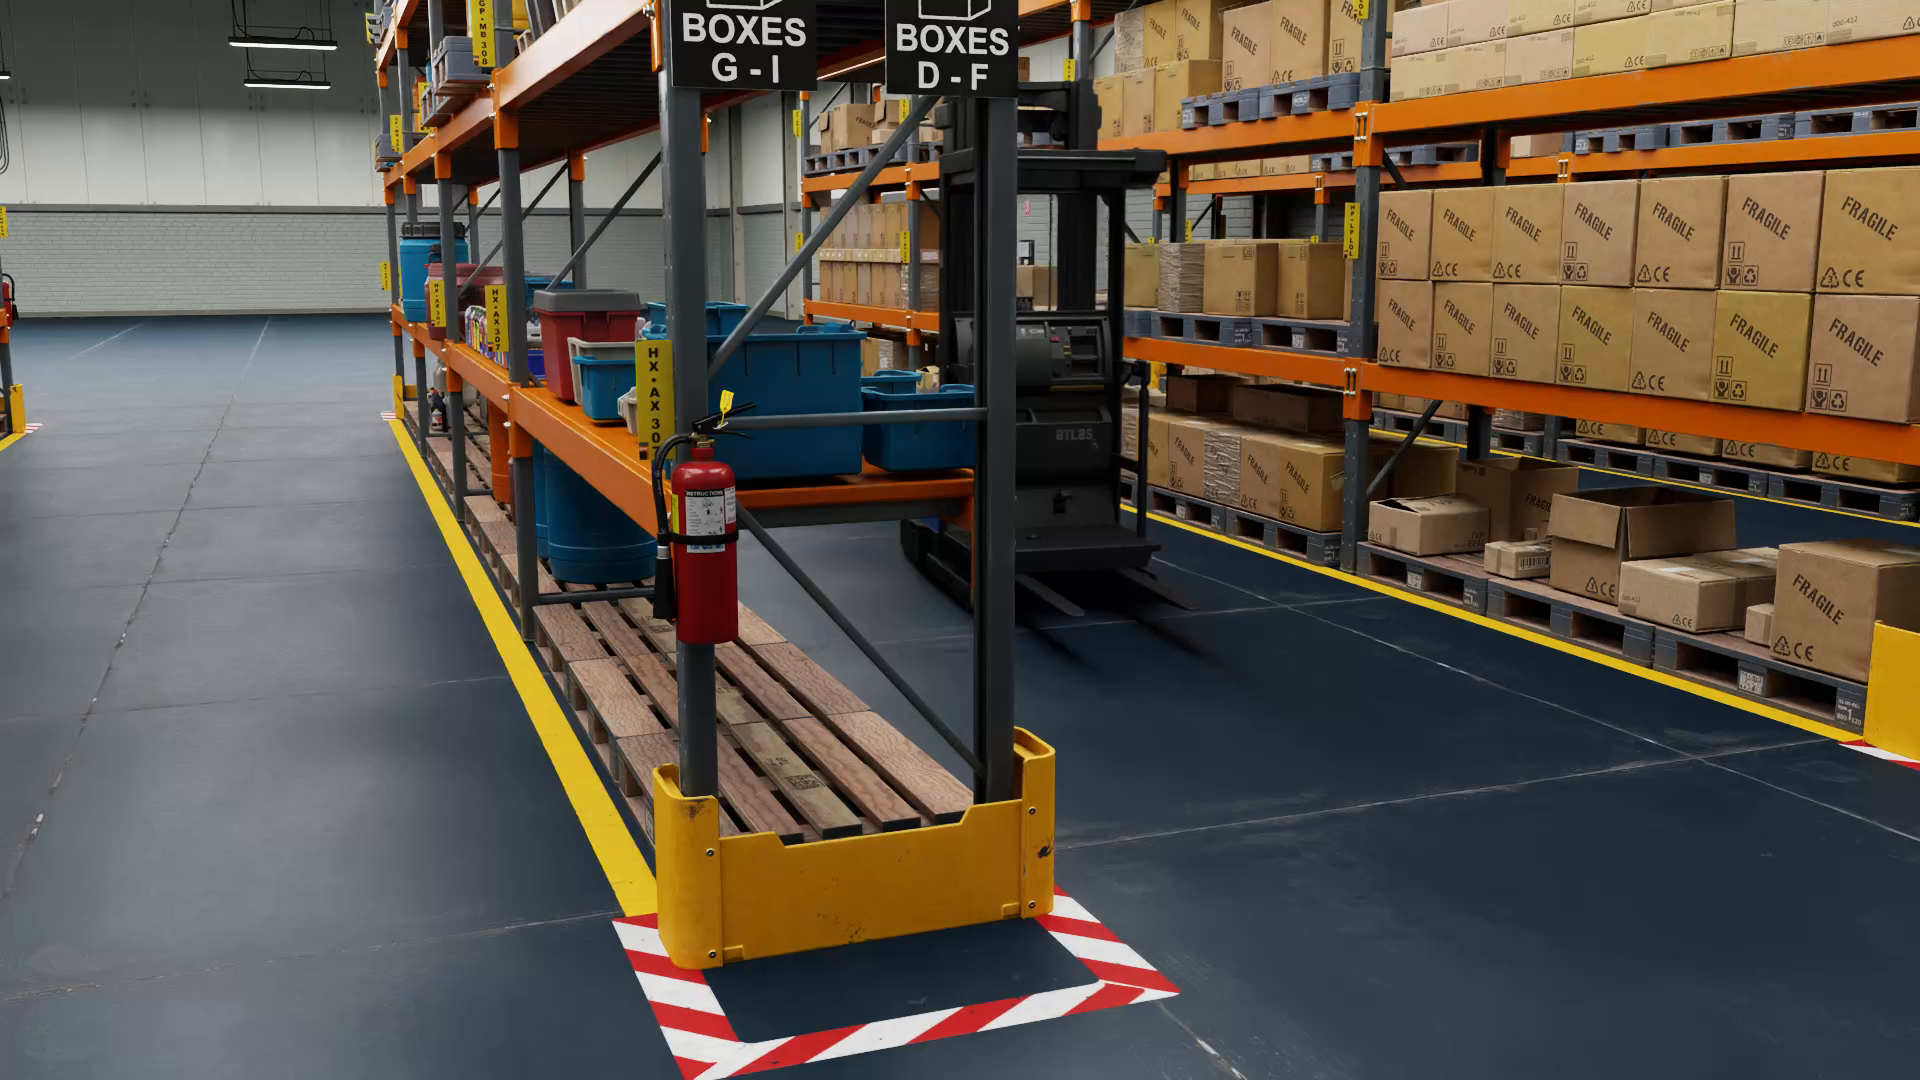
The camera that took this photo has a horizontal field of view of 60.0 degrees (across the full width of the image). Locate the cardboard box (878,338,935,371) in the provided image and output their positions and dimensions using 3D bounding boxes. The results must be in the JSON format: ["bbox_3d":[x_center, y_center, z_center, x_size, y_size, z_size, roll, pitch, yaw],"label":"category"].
[{"bbox_3d":[-0.595,-1.977,18.479,0.500,0.500,0.500,-4,11,-21],"label":"cardboard box"}]

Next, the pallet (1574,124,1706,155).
[{"bbox_3d":[6.295,-3.555,14.812,1.213,0.211,1.003,-3,11,-18],"label":"pallet"}]

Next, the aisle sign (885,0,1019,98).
[{"bbox_3d":[-0.020,-1.625,4.567,0.394,0.787,0.004,-4,11,-21],"label":"aisle sign"}]

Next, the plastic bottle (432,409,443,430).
[{"bbox_3d":[-5.093,-1.175,16.195,0.097,0.201,0.097,0,10,0],"label":"plastic bottle"}]

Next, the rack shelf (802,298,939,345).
[{"bbox_3d":[-0.778,-2.583,19.428,1.077,0.370,4.000,-4,11,-21],"label":"rack shelf"}]

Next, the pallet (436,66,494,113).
[{"bbox_3d":[-2.561,-2.681,9.903,1.003,0.211,1.213,-4,11,-21],"label":"pallet"}]

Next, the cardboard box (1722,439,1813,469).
[{"bbox_3d":[6.780,-1.011,13.476,0.750,0.750,0.750,-4,11,-19],"label":"cardboard box"}]

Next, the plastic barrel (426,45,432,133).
[{"bbox_3d":[-4.932,-4.396,16.374,0.600,0.901,0.708,-4,11,-21],"label":"plastic barrel"}]

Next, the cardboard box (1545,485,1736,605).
[{"bbox_3d":[3.531,0.014,8.647,0.797,0.503,0.637,-4,11,-21],"label":"cardboard box"}]

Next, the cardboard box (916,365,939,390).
[{"bbox_3d":[-0.136,-1.656,17.217,0.500,0.311,0.500,-4,11,-21],"label":"cardboard box"}]

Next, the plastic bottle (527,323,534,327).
[{"bbox_3d":[-2.349,-1.033,9.018,0.152,0.276,0.135,-4,11,-21],"label":"plastic bottle"}]

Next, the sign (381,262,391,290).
[{"bbox_3d":[-6.635,-3.052,19.220,0.100,0.325,0.005,-4,11,-21],"label":"sign"}]

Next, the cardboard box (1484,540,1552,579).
[{"bbox_3d":[3.119,0.097,9.146,0.380,0.166,0.250,-4,11,-21],"label":"cardboard box"}]

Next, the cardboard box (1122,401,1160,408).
[{"bbox_3d":[1.295,-0.851,13.520,0.500,0.500,0.500,-3,11,-18],"label":"cardboard box"}]

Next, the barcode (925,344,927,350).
[{"bbox_3d":[-0.349,-2.001,17.244,0.001,0.075,0.075,-4,11,-21],"label":"barcode"}]

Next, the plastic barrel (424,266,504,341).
[{"bbox_3d":[-3.672,-1.767,12.402,0.600,0.536,0.708,-4,11,-21],"label":"plastic barrel"}]

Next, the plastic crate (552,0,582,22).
[{"bbox_3d":[-1.303,-2.006,6.323,0.437,0.136,0.530,-4,11,-21],"label":"plastic crate"}]

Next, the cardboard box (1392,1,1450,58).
[{"bbox_3d":[2.790,-2.859,9.361,0.500,0.250,0.500,-4,11,-21],"label":"cardboard box"}]

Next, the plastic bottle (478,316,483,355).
[{"bbox_3d":[-3.050,-1.334,10.720,0.097,0.271,0.097,0,10,0],"label":"plastic bottle"}]

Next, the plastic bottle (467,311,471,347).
[{"bbox_3d":[-3.350,-1.469,11.478,0.097,0.271,0.097,0,10,0],"label":"plastic bottle"}]

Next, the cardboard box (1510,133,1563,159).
[{"bbox_3d":[5.499,-3.816,15.938,0.500,0.311,0.500,-4,11,-21],"label":"cardboard box"}]

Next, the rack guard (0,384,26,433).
[{"bbox_3d":[-10.710,-1.392,17.819,1.175,0.500,0.348,-4,11,-21],"label":"rack guard"}]

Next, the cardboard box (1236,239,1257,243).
[{"bbox_3d":[3.744,-3.452,20.492,0.500,0.500,0.500,-4,11,-23],"label":"cardboard box"}]

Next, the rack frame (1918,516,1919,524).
[{"bbox_3d":[7.461,-1.620,11.960,1.000,3.000,0.127,-4,11,-21],"label":"rack frame"}]

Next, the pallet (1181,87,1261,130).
[{"bbox_3d":[2.296,-2.969,11.517,1.213,0.211,1.003,-4,11,-21],"label":"pallet"}]

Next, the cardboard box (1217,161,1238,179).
[{"bbox_3d":[3.568,-4.783,20.837,0.500,0.500,0.500,-3,11,-17],"label":"cardboard box"}]

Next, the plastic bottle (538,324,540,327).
[{"bbox_3d":[-2.276,-1.105,9.208,0.144,0.351,0.185,-4,11,-21],"label":"plastic bottle"}]

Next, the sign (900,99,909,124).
[{"bbox_3d":[-0.570,-4.345,17.016,0.100,0.325,0.005,-4,11,-21],"label":"sign"}]

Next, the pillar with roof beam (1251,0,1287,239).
[{"bbox_3d":[0.160,-6.199,20.576,9.100,9.000,0.400,-4,11,-21],"label":"pillar with roof beam"}]

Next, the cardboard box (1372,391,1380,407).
[{"bbox_3d":[4.845,-1.792,18.812,0.700,0.500,0.500,-4,11,-19],"label":"cardboard box"}]

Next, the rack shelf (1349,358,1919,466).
[{"bbox_3d":[3.571,-0.624,8.417,1.077,0.370,4.000,-4,11,-21],"label":"rack shelf"}]

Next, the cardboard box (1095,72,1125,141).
[{"bbox_3d":[1.586,-3.414,13.200,0.910,0.500,0.500,-4,11,-21],"label":"cardboard box"}]

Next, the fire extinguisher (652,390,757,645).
[{"bbox_3d":[-0.692,-0.063,4.494,0.296,0.674,0.183,-4,11,-21],"label":"fire extinguisher"}]

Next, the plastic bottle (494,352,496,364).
[{"bbox_3d":[-2.732,-1.156,9.920,0.097,0.201,0.097,0,10,0],"label":"plastic bottle"}]

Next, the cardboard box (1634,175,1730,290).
[{"bbox_3d":[3.502,-1.415,7.670,0.500,0.500,0.500,-4,11,-19],"label":"cardboard box"}]

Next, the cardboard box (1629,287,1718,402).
[{"bbox_3d":[3.512,-0.923,7.758,0.500,0.500,0.500,-4,11,-20],"label":"cardboard box"}]

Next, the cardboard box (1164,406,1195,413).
[{"bbox_3d":[1.954,-0.806,13.265,0.500,0.500,0.500,-3,11,-19],"label":"cardboard box"}]

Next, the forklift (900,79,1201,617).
[{"bbox_3d":[0.483,-1.125,9.377,1.130,2.935,3.031,-3,10,-15],"label":"forklift"}]

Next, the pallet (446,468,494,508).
[{"bbox_3d":[-3.466,-0.400,13.065,1.003,0.211,1.213,-4,11,-21],"label":"pallet"}]

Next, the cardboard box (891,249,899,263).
[{"bbox_3d":[-0.536,-3.093,18.105,0.380,0.149,0.250,-4,11,-23],"label":"cardboard box"}]

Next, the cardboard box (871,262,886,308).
[{"bbox_3d":[-0.595,-2.899,18.870,0.700,0.500,0.500,-4,11,-20],"label":"cardboard box"}]

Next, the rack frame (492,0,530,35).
[{"bbox_3d":[-1.772,-3.944,7.900,1.000,3.000,0.127,-4,11,-21],"label":"rack frame"}]

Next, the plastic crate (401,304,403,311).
[{"bbox_3d":[-5.496,-2.416,17.189,0.530,0.136,0.437,-4,11,-21],"label":"plastic crate"}]

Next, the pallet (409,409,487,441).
[{"bbox_3d":[-5.322,-1.235,17.763,1.003,0.211,1.213,-4,11,-21],"label":"pallet"}]

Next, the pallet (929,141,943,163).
[{"bbox_3d":[0.278,-3.850,16.479,0.805,0.209,1.217,-4,11,-23],"label":"pallet"}]

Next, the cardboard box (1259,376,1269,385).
[{"bbox_3d":[4.001,-2.001,20.987,0.380,0.149,0.250,-5,11,-25],"label":"cardboard box"}]

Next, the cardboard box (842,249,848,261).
[{"bbox_3d":[-1.186,-3.386,19.751,0.380,0.149,0.250,-4,11,-23],"label":"cardboard box"}]

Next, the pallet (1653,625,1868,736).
[{"bbox_3d":[3.978,0.579,7.564,1.003,0.211,1.213,-4,11,-21],"label":"pallet"}]

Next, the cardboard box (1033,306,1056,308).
[{"bbox_3d":[0.882,-2.038,15.032,0.380,0.149,0.250,-3,11,-17],"label":"cardboard box"}]

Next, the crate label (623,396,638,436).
[{"bbox_3d":[-1.002,-0.451,5.974,0.396,0.136,0.243,-4,11,-21],"label":"crate label"}]

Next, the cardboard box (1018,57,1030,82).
[{"bbox_3d":[0.361,-4.395,16.084,0.500,0.500,0.500,-3,10,-15],"label":"cardboard box"}]

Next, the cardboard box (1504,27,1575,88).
[{"bbox_3d":[3.149,-2.449,8.485,0.500,0.250,0.500,-4,11,-21],"label":"cardboard box"}]

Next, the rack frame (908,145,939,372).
[{"bbox_3d":[-0.053,-2.610,17.530,1.000,3.000,0.127,-4,11,-21],"label":"rack frame"}]

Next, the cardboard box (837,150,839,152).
[{"bbox_3d":[-1.241,-4.689,19.768,0.380,0.149,0.250,-4,11,-21],"label":"cardboard box"}]

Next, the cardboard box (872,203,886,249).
[{"bbox_3d":[-0.585,-3.535,18.736,0.700,0.500,0.500,-4,11,-21],"label":"cardboard box"}]

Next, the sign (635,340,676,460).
[{"bbox_3d":[-0.830,-0.381,4.529,0.100,0.325,0.005,-4,11,-21],"label":"sign"}]

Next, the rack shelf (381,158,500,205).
[{"bbox_3d":[-5.396,-3.746,17.402,1.077,0.370,4.000,-4,11,-21],"label":"rack shelf"}]

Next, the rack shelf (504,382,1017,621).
[{"bbox_3d":[-1.048,-0.310,6.653,1.077,0.370,4.000,-4,11,-21],"label":"rack shelf"}]
